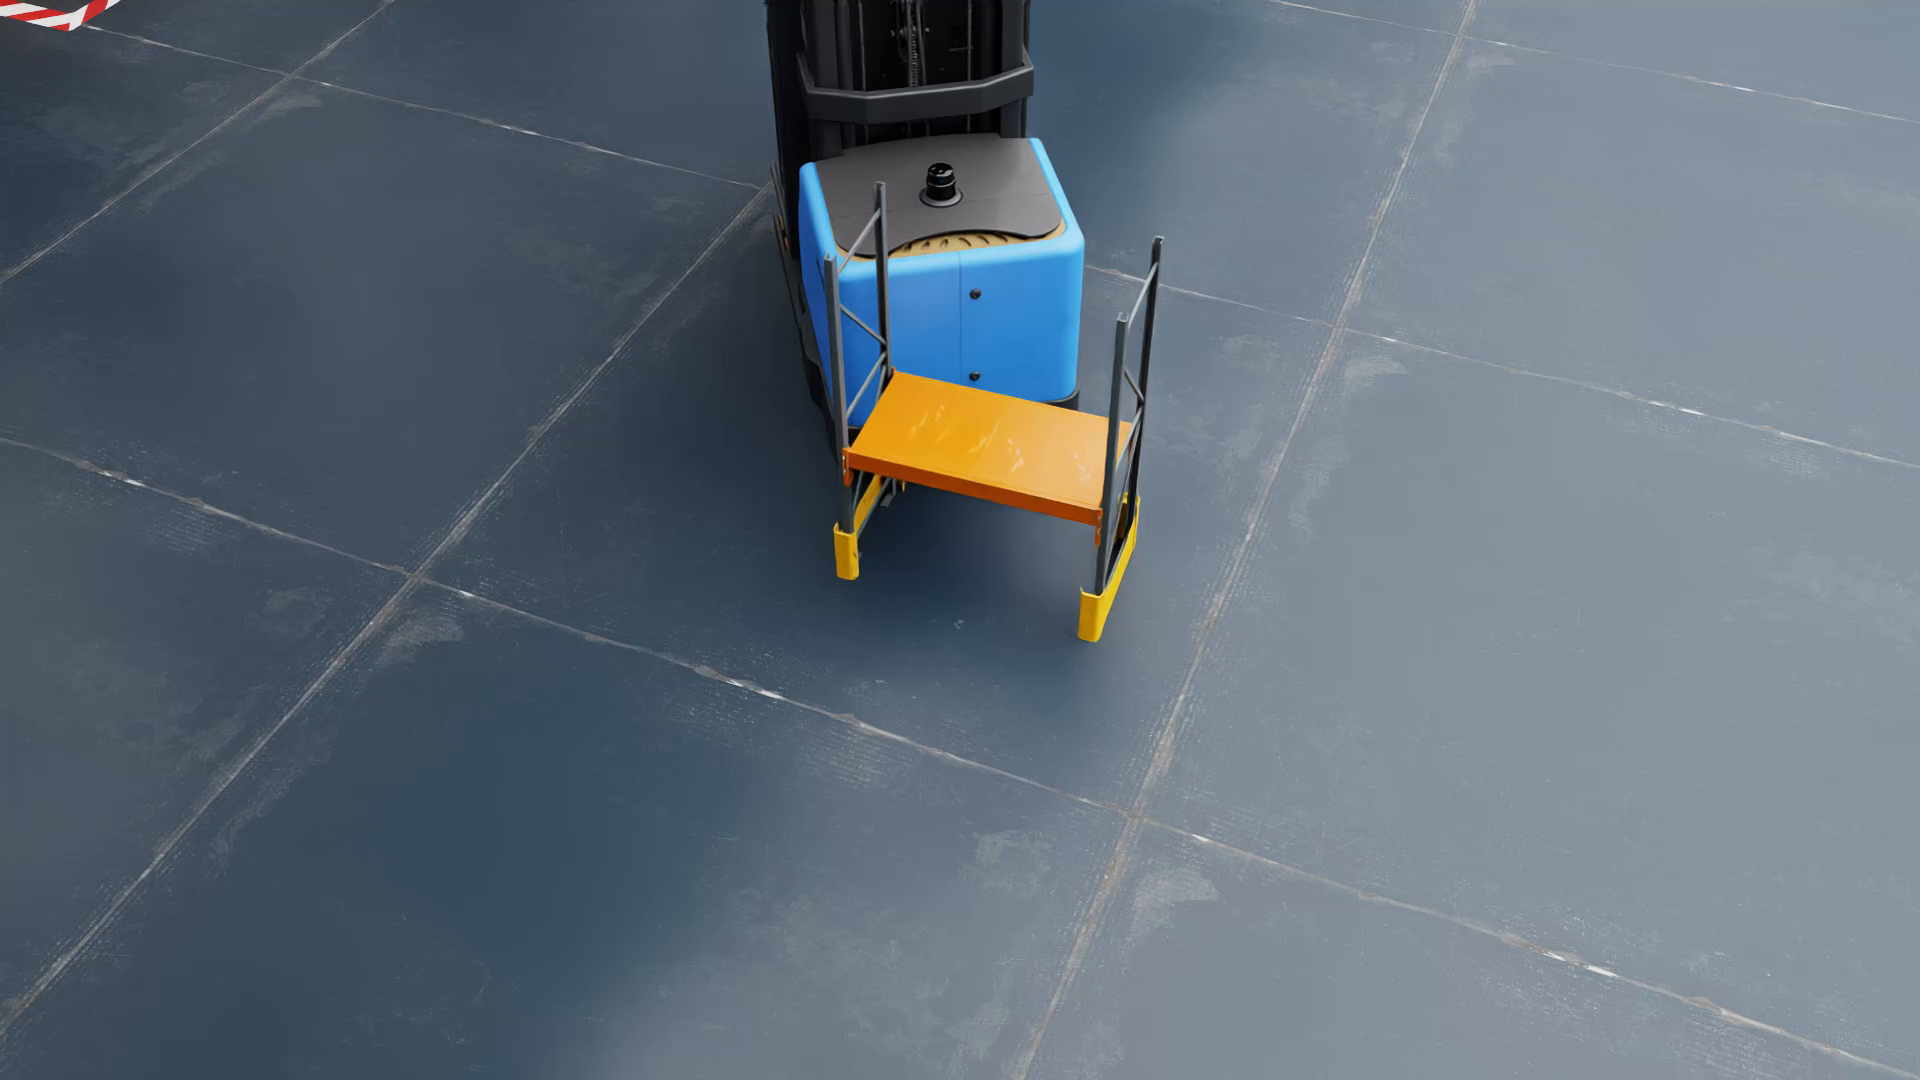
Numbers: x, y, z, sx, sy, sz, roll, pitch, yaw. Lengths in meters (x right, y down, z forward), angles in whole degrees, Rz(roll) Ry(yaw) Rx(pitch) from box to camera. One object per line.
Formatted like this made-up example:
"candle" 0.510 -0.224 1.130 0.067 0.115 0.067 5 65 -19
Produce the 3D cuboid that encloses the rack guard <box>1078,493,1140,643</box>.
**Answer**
"rack guard" 0.580 0.102 6.470 0.087 0.250 0.587 14 46 13

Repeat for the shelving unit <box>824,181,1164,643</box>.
"shelving unit" 0.110 -0.456 6.145 1.083 1.500 0.587 14 46 13

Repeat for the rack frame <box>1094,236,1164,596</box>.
"rack frame" 0.599 -0.336 6.025 0.032 1.500 0.500 14 46 13

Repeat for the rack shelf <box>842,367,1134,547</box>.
"rack shelf" 0.119 -0.326 6.270 1.000 0.185 0.538 14 46 13

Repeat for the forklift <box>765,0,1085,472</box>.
"forklift" -0.299 -2.379 7.063 1.130 2.935 3.031 -8 45 -8

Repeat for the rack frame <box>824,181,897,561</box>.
"rack frame" -0.362 -0.572 6.261 0.032 1.500 0.500 14 46 13

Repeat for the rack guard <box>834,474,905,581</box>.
"rack guard" -0.360 -0.128 6.702 0.087 0.250 0.587 14 46 13
